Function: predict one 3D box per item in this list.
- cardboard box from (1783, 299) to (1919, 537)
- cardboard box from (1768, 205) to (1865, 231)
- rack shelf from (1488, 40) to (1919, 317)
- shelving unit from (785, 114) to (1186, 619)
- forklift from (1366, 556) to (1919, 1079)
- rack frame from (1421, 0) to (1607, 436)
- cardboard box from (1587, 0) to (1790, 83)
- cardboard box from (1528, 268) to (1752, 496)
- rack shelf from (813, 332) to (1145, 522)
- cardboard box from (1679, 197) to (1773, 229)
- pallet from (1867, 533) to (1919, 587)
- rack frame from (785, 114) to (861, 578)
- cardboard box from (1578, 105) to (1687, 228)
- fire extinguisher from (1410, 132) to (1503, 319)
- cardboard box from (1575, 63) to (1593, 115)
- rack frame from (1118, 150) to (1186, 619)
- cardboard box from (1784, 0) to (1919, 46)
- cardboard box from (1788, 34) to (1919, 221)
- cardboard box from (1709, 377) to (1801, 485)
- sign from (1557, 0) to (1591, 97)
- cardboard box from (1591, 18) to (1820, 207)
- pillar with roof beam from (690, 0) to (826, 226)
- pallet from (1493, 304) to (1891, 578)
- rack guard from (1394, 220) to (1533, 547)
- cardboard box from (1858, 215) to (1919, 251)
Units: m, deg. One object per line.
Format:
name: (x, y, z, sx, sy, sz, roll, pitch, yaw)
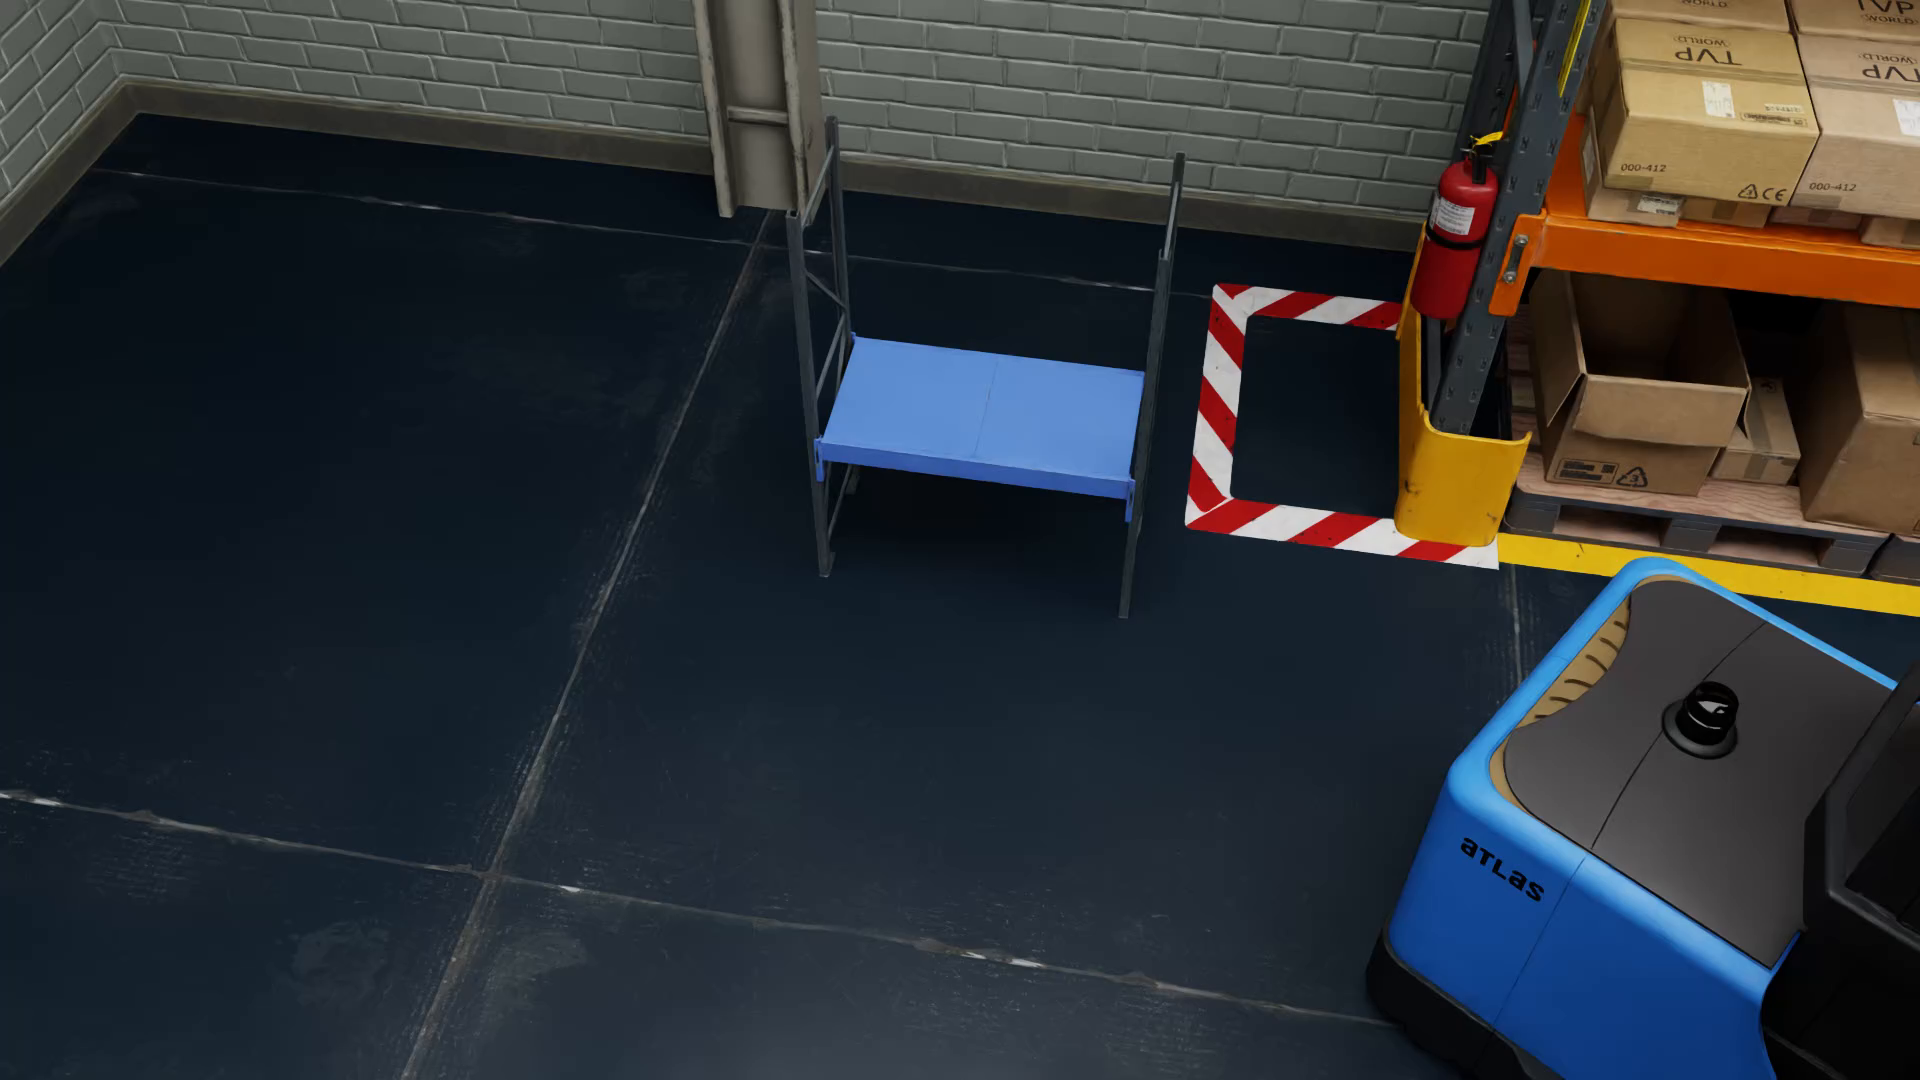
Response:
cardboard box: (3.123, -0.443, 5.530, 0.500, 0.500, 0.700, 9, 49, 8)
cardboard box: (2.502, -1.093, 4.884, 0.250, 0.149, 0.380, 7, 48, 6)
rack shelf: (3.672, -0.925, 5.048, 4.000, 0.370, 1.077, 8, 49, 7)
shelving unit: (0.084, -0.490, 5.182, 1.048, 1.500, 0.538, 8, 49, 7)
forklift: (2.540, 0.762, 3.095, 3.031, 2.935, 1.130, 34, 57, 27)
rack frame: (1.704, -1.430, 5.018, 0.127, 3.000, 1.000, 8, 49, 7)
cardboard box: (2.203, -1.613, 5.083, 0.500, 0.250, 0.500, 9, 49, 8)
cardboard box: (2.289, -0.586, 5.656, 0.637, 0.503, 0.797, 6, 48, 5)
rack shelf: (0.084, -0.370, 5.316, 1.000, 0.185, 0.538, 8, 49, 7)
cardboard box: (2.237, -1.102, 4.892, 0.250, 0.149, 0.380, 9, 49, 8)
pallet: (3.760, -0.220, 5.806, 1.213, 0.211, 1.003, 8, 49, 7)
rack frame: (-0.416, -0.557, 5.242, 0.032, 1.500, 0.500, 8, 49, 7)
cardboard box: (1.978, -1.102, 4.892, 0.250, 0.149, 0.380, 7, 48, 7)
fire extinguisher: (1.477, -0.961, 4.899, 0.183, 0.674, 0.296, 8, 49, 7)
cardboard box: (2.077, -1.499, 5.249, 0.250, 0.149, 0.380, 7, 48, 6)
rack frame: (0.584, -0.423, 5.122, 0.032, 1.500, 0.500, 8, 49, 7)
cardboard box: (2.711, -1.544, 5.021, 0.500, 0.250, 0.500, 8, 49, 7)
cardboard box: (2.598, -1.156, 4.673, 0.500, 0.250, 0.500, 8, 49, 7)
cardboard box: (2.700, -0.383, 5.711, 0.250, 0.149, 0.380, 6, 48, 5)
sign: (1.607, -1.322, 4.339, 0.005, 0.325, 0.100, 8, 49, 7)
cardboard box: (2.102, -1.222, 4.732, 0.500, 0.250, 0.500, 8, 49, 7)
pillar with roof beam: (-1.555, -1.300, 0.869, 0.400, 9.000, 9.100, 8, 49, 7)
pallet: (2.563, -0.383, 5.953, 1.213, 0.211, 1.003, 8, 49, 7)
rack guard: (1.778, -0.584, 5.939, 0.348, 0.500, 1.175, 8, 49, 7)
cardboard box: (2.739, -1.014, 4.814, 0.250, 0.149, 0.380, 9, 49, 8)
